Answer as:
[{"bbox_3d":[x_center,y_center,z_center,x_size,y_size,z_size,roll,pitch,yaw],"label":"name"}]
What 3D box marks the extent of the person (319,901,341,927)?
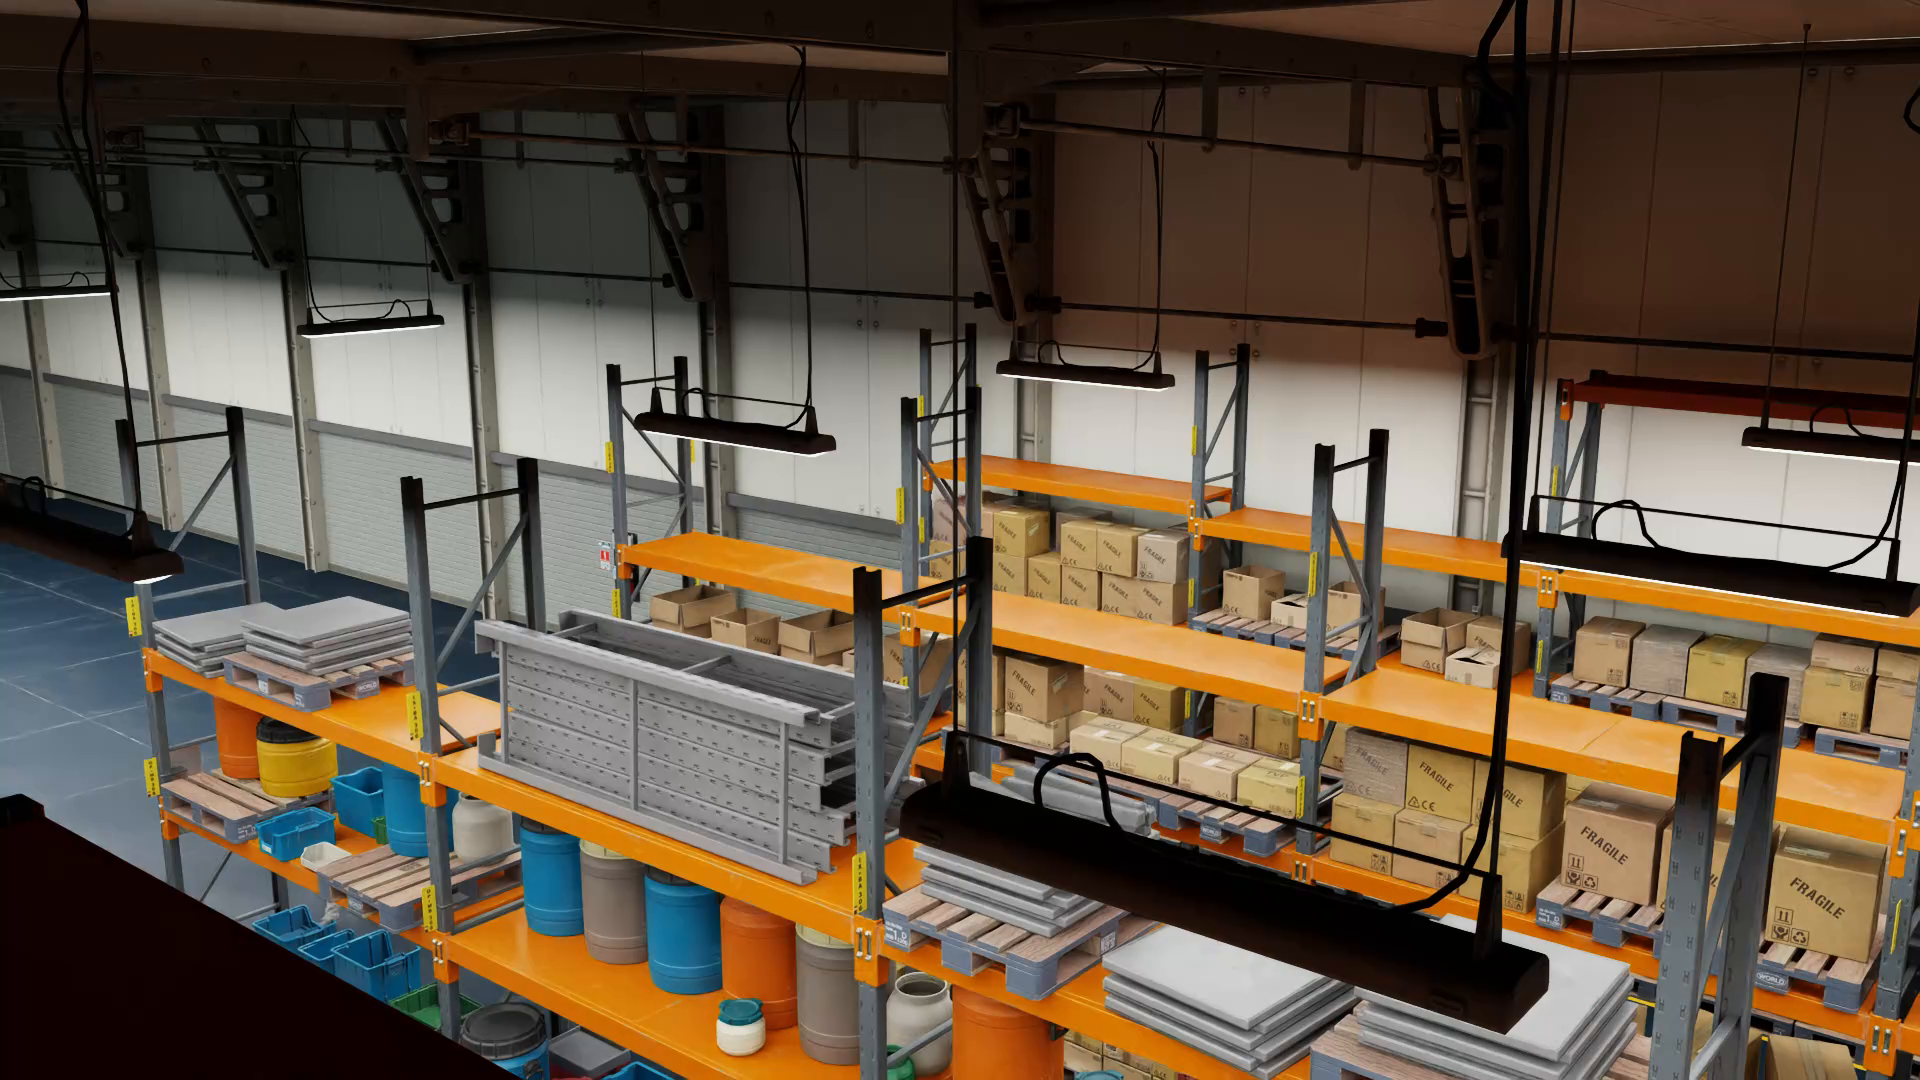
[{"bbox_3d":[-6.494,3.346,17.699,0.505,1.624,0.860,8,15,31],"label":"person"}]
